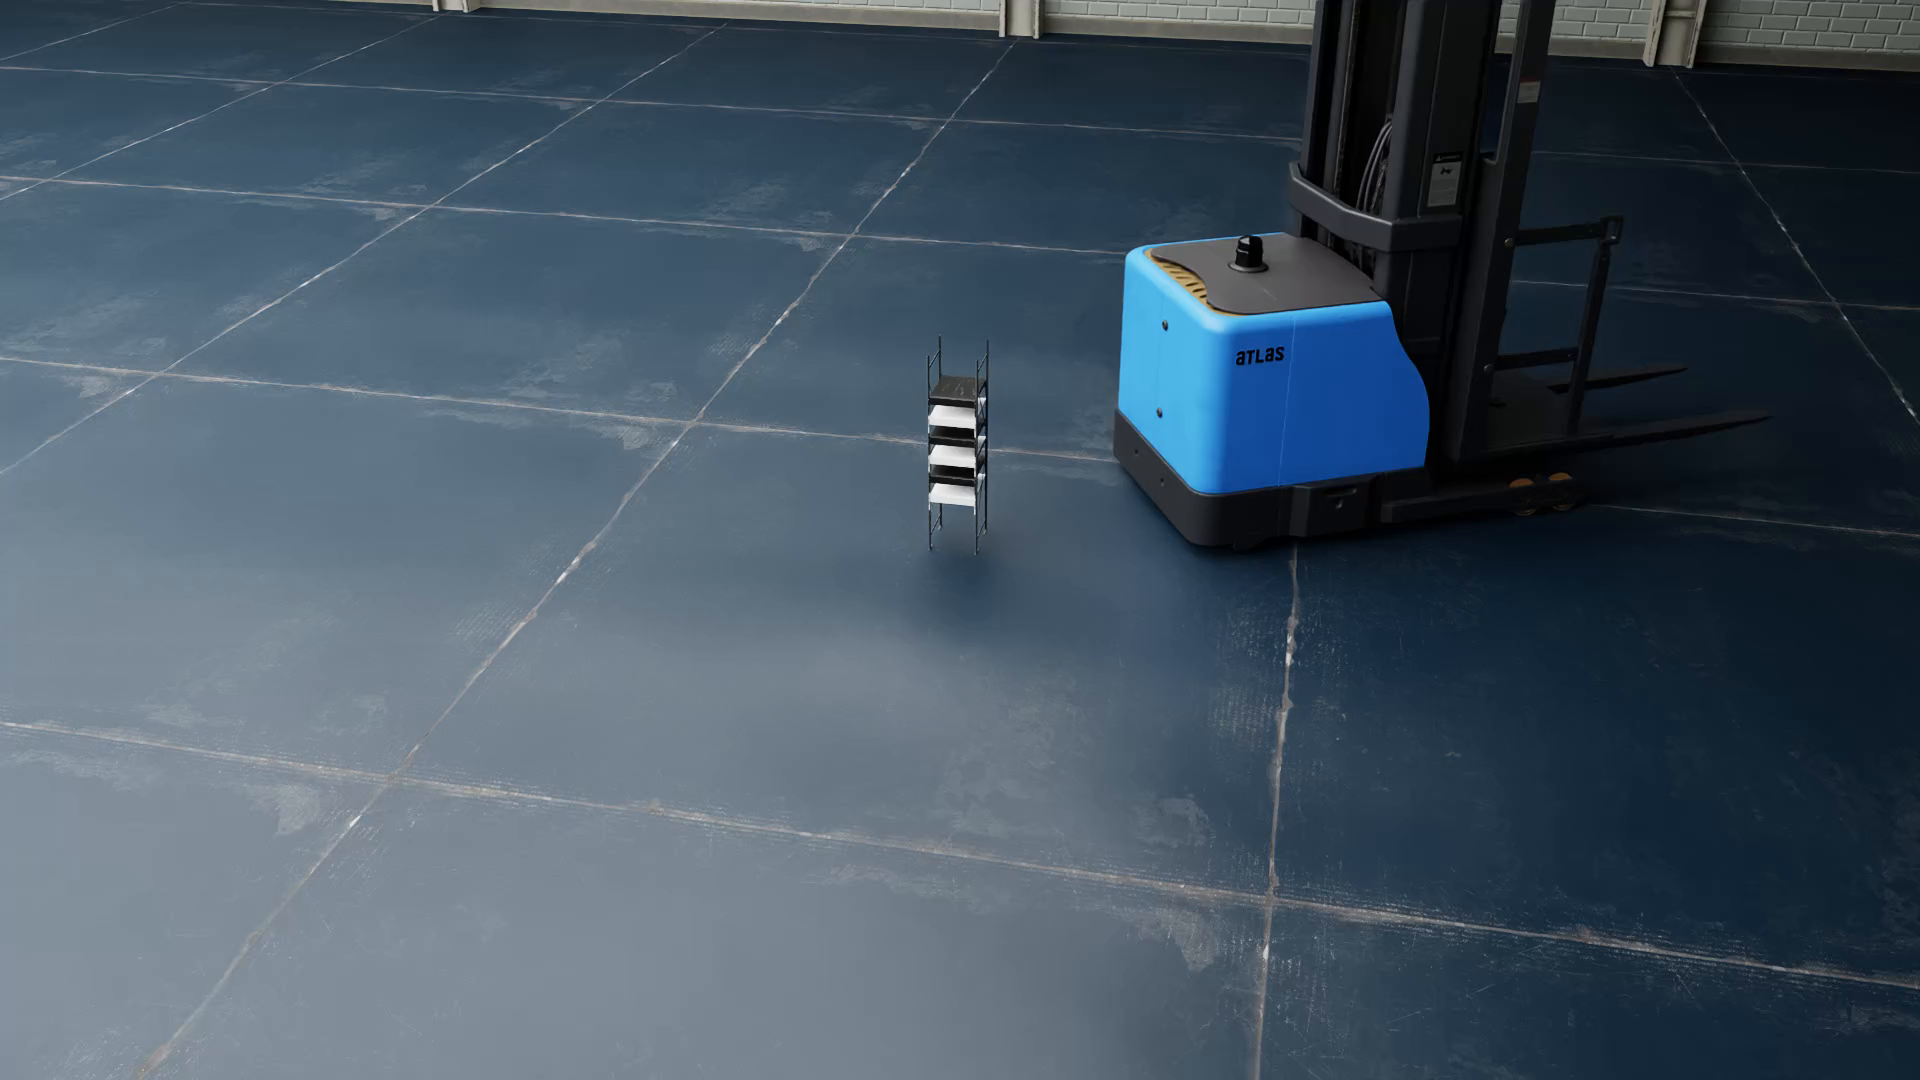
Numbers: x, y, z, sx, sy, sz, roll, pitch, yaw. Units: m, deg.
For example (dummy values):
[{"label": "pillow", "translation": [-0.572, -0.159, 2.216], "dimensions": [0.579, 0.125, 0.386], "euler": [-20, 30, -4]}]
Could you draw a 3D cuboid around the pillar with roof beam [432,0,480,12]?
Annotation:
[{"label": "pillar with roof beam", "translation": [-6.160, -7.491, 11.562], "dimensions": [0.400, 9.000, 9.100], "euler": [6, 29, 11]}]

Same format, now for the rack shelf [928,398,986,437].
[{"label": "rack shelf", "translation": [-0.008, -0.524, 6.965], "dimensions": [0.200, 0.077, 0.258], "euler": [6, 29, 11]}]

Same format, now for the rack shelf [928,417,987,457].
[{"label": "rack shelf", "translation": [-0.008, -0.445, 7.008], "dimensions": [0.200, 0.077, 0.258], "euler": [6, 29, 11]}]

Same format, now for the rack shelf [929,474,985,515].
[{"label": "rack shelf", "translation": [-0.008, -0.208, 7.138], "dimensions": [0.200, 0.077, 0.258], "euler": [6, 29, 11]}]

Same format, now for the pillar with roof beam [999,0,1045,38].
[{"label": "pillar with roof beam", "translation": [-0.292, -6.889, 10.463], "dimensions": [0.400, 9.000, 9.100], "euler": [6, 29, 11]}]

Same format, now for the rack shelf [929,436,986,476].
[{"label": "rack shelf", "translation": [-0.008, -0.366, 7.051], "dimensions": [0.200, 0.077, 0.258], "euler": [6, 29, 11]}]

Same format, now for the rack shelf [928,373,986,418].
[{"label": "rack shelf", "translation": [-0.008, -0.603, 6.922], "dimensions": [0.200, 0.077, 0.258], "euler": [6, 29, 11]}]

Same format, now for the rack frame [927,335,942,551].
[{"label": "rack frame", "translation": [-0.107, -0.406, 7.054], "dimensions": [0.006, 0.900, 0.240], "euler": [6, 29, 11]}]

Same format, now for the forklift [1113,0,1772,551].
[{"label": "forklift", "translation": [2.297, -1.629, 7.172], "dimensions": [3.031, 2.935, 1.130], "euler": [-8, 30, -14]}]

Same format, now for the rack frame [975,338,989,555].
[{"label": "rack frame", "translation": [0.091, -0.385, 7.017], "dimensions": [0.006, 0.900, 0.240], "euler": [6, 29, 11]}]

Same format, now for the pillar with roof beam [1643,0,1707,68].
[{"label": "pillar with roof beam", "translation": [5.575, -6.287, 9.364], "dimensions": [0.400, 9.000, 9.100], "euler": [6, 29, 11]}]

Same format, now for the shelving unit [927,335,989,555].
[{"label": "shelving unit", "translation": [-0.008, -0.396, 7.035], "dimensions": [0.210, 0.900, 0.258], "euler": [6, 29, 11]}]

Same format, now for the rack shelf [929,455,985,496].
[{"label": "rack shelf", "translation": [-0.008, -0.287, 7.095], "dimensions": [0.200, 0.077, 0.258], "euler": [6, 29, 11]}]
